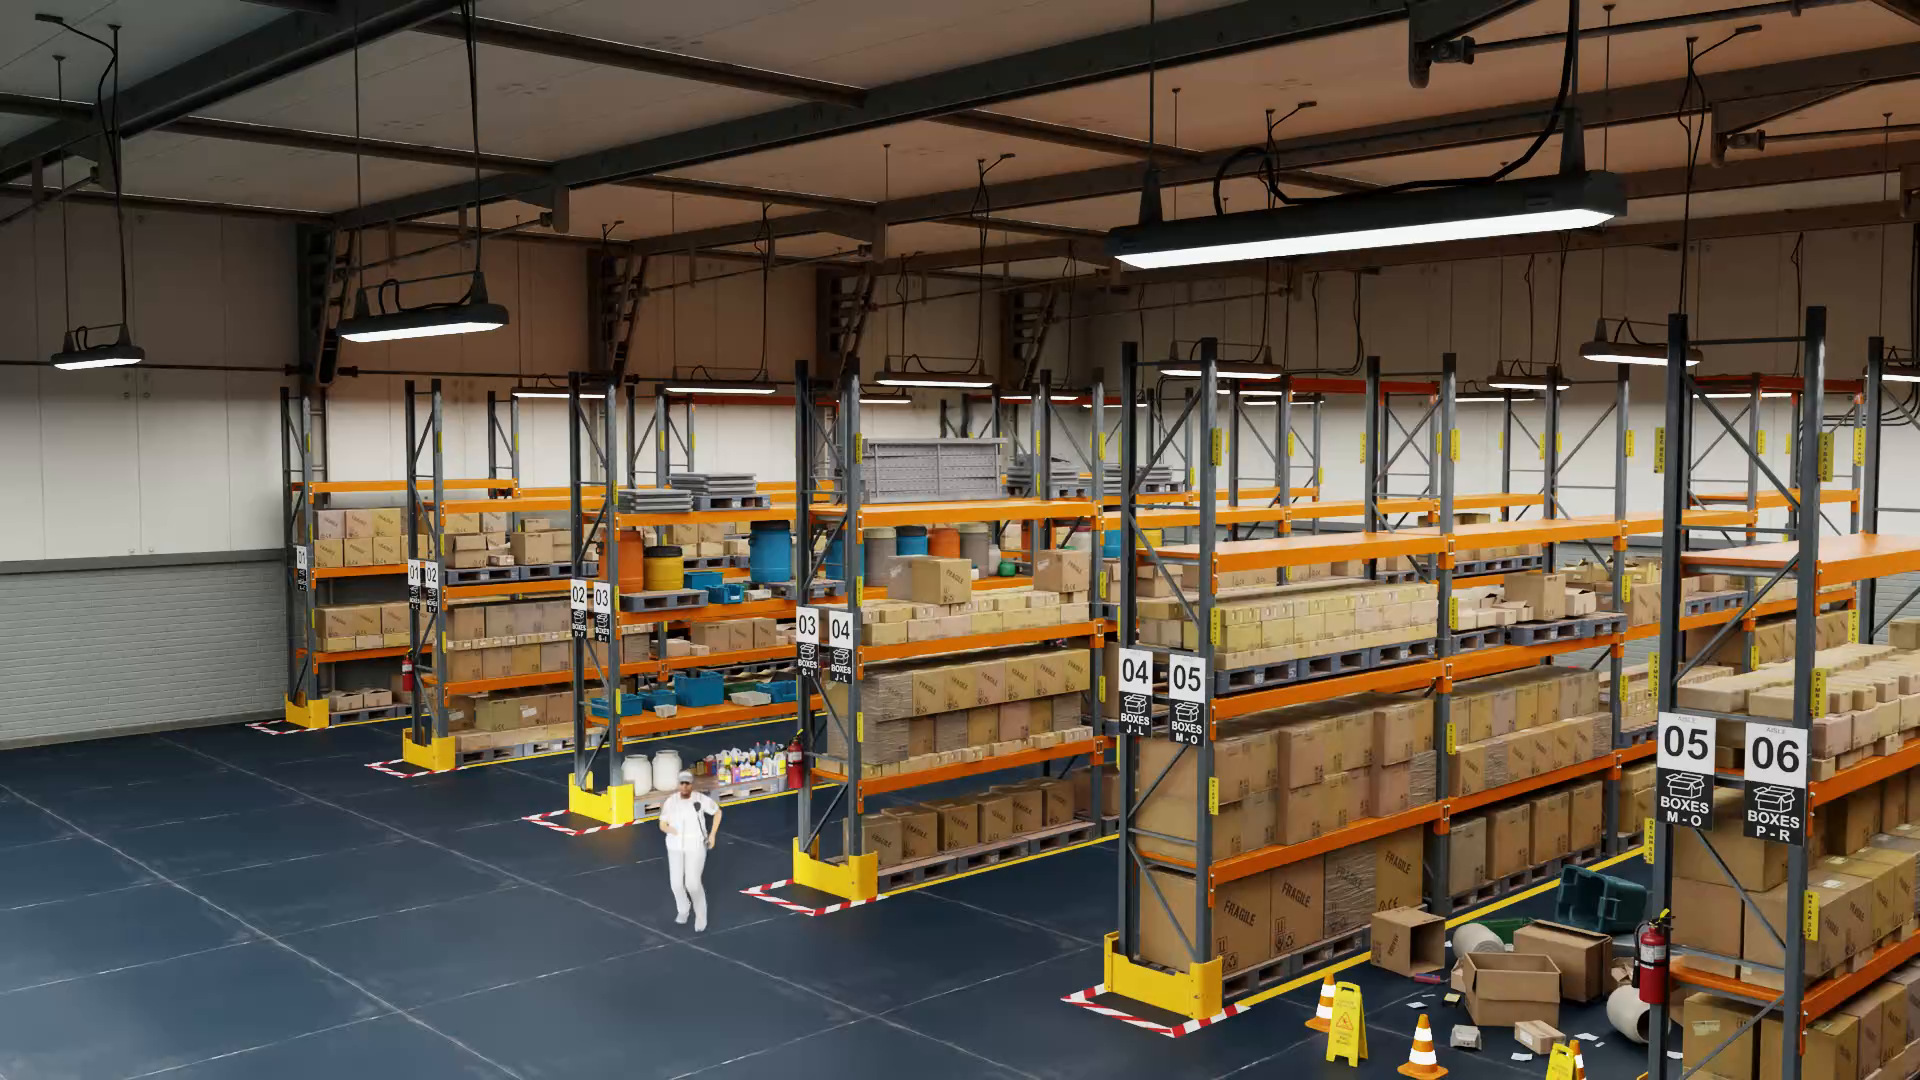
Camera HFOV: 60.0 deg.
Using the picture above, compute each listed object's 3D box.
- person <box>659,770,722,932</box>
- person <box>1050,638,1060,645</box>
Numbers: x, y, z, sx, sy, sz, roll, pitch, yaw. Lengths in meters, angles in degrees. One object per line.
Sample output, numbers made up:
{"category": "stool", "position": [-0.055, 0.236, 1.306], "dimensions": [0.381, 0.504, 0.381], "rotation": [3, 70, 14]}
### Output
{"category": "person", "position": [-2.831, 3.236, 17.323], "dimensions": [0.598, 1.673, 0.680], "rotation": [0, 4, 6]}
{"category": "person", "position": [1.765, 2.005, 32.369], "dimensions": [0.609, 1.639, 0.653], "rotation": [3, 5, 38]}
